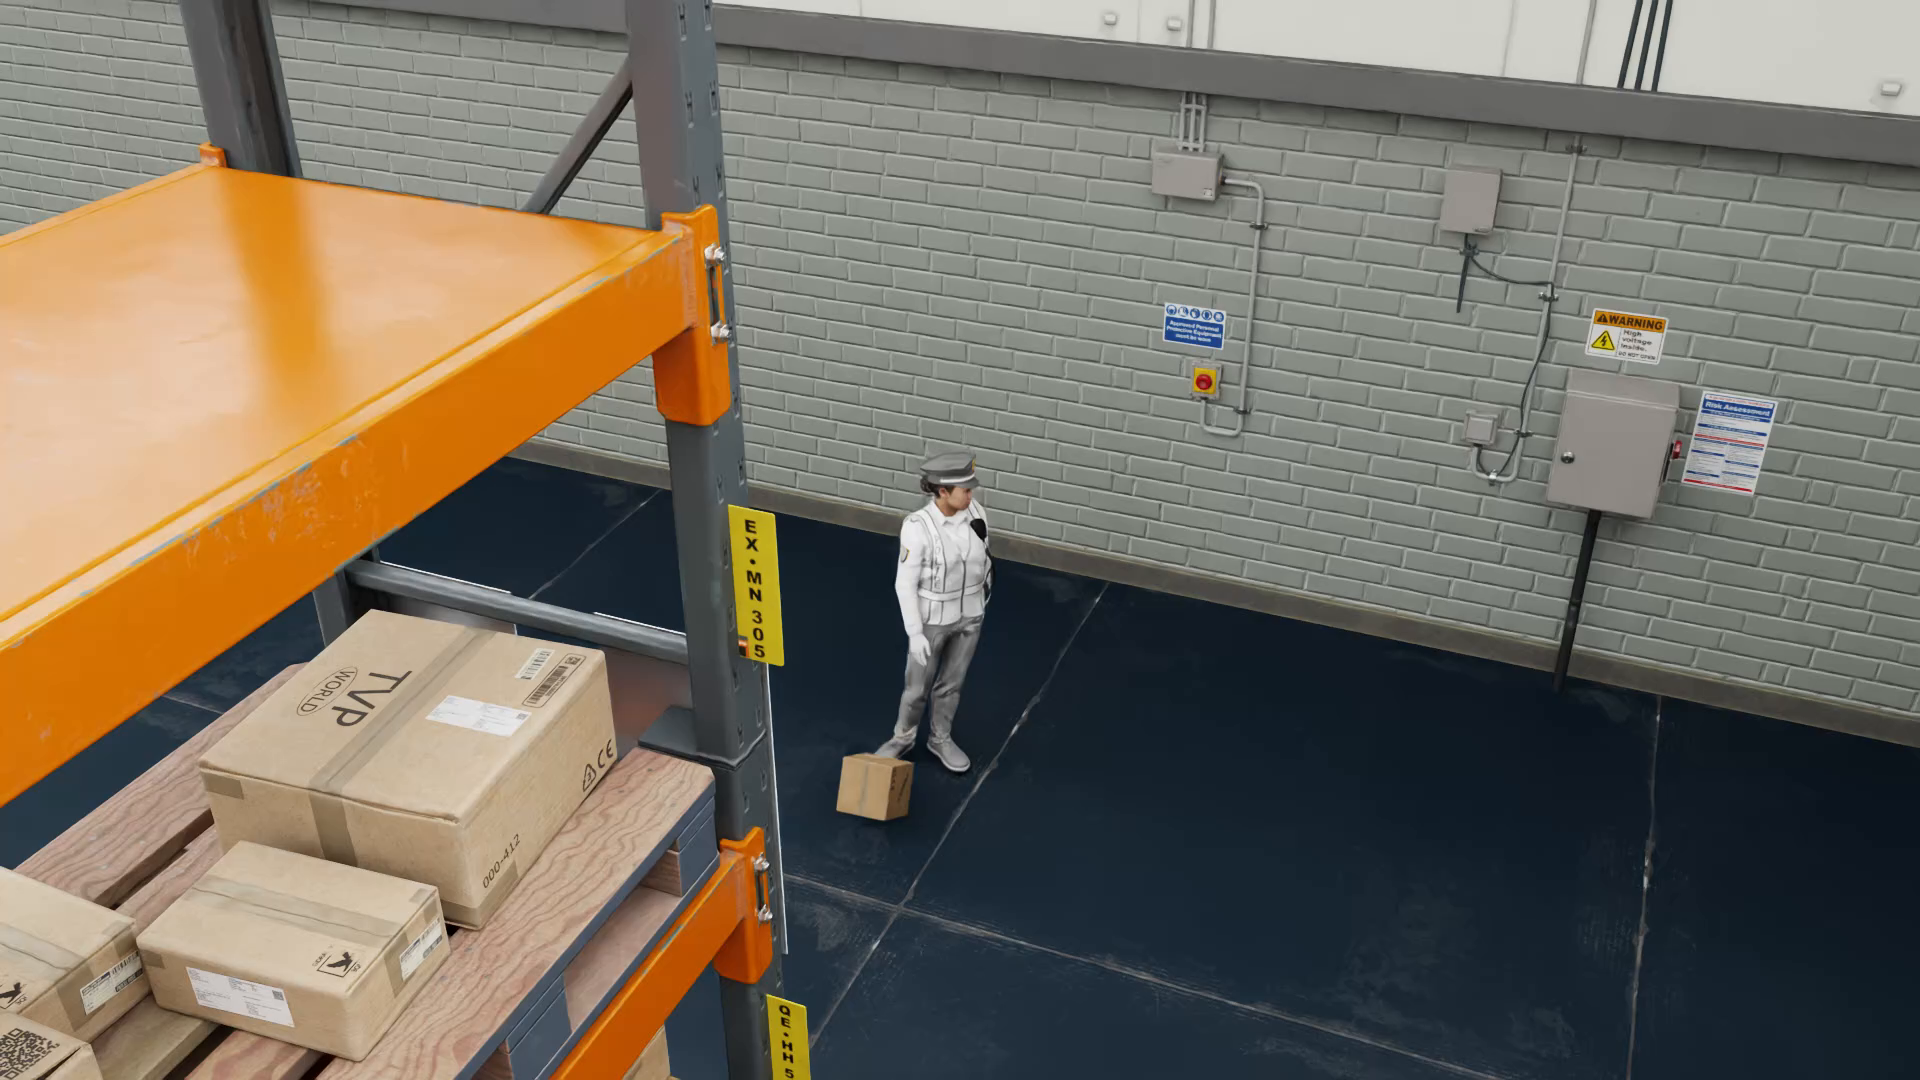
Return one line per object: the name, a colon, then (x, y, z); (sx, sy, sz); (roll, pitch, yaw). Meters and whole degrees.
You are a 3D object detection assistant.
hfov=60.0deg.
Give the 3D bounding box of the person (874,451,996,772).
person: (-0.121, 0.362, 7.725); (0.621, 1.673, 0.400); (-16, 34, -26)
